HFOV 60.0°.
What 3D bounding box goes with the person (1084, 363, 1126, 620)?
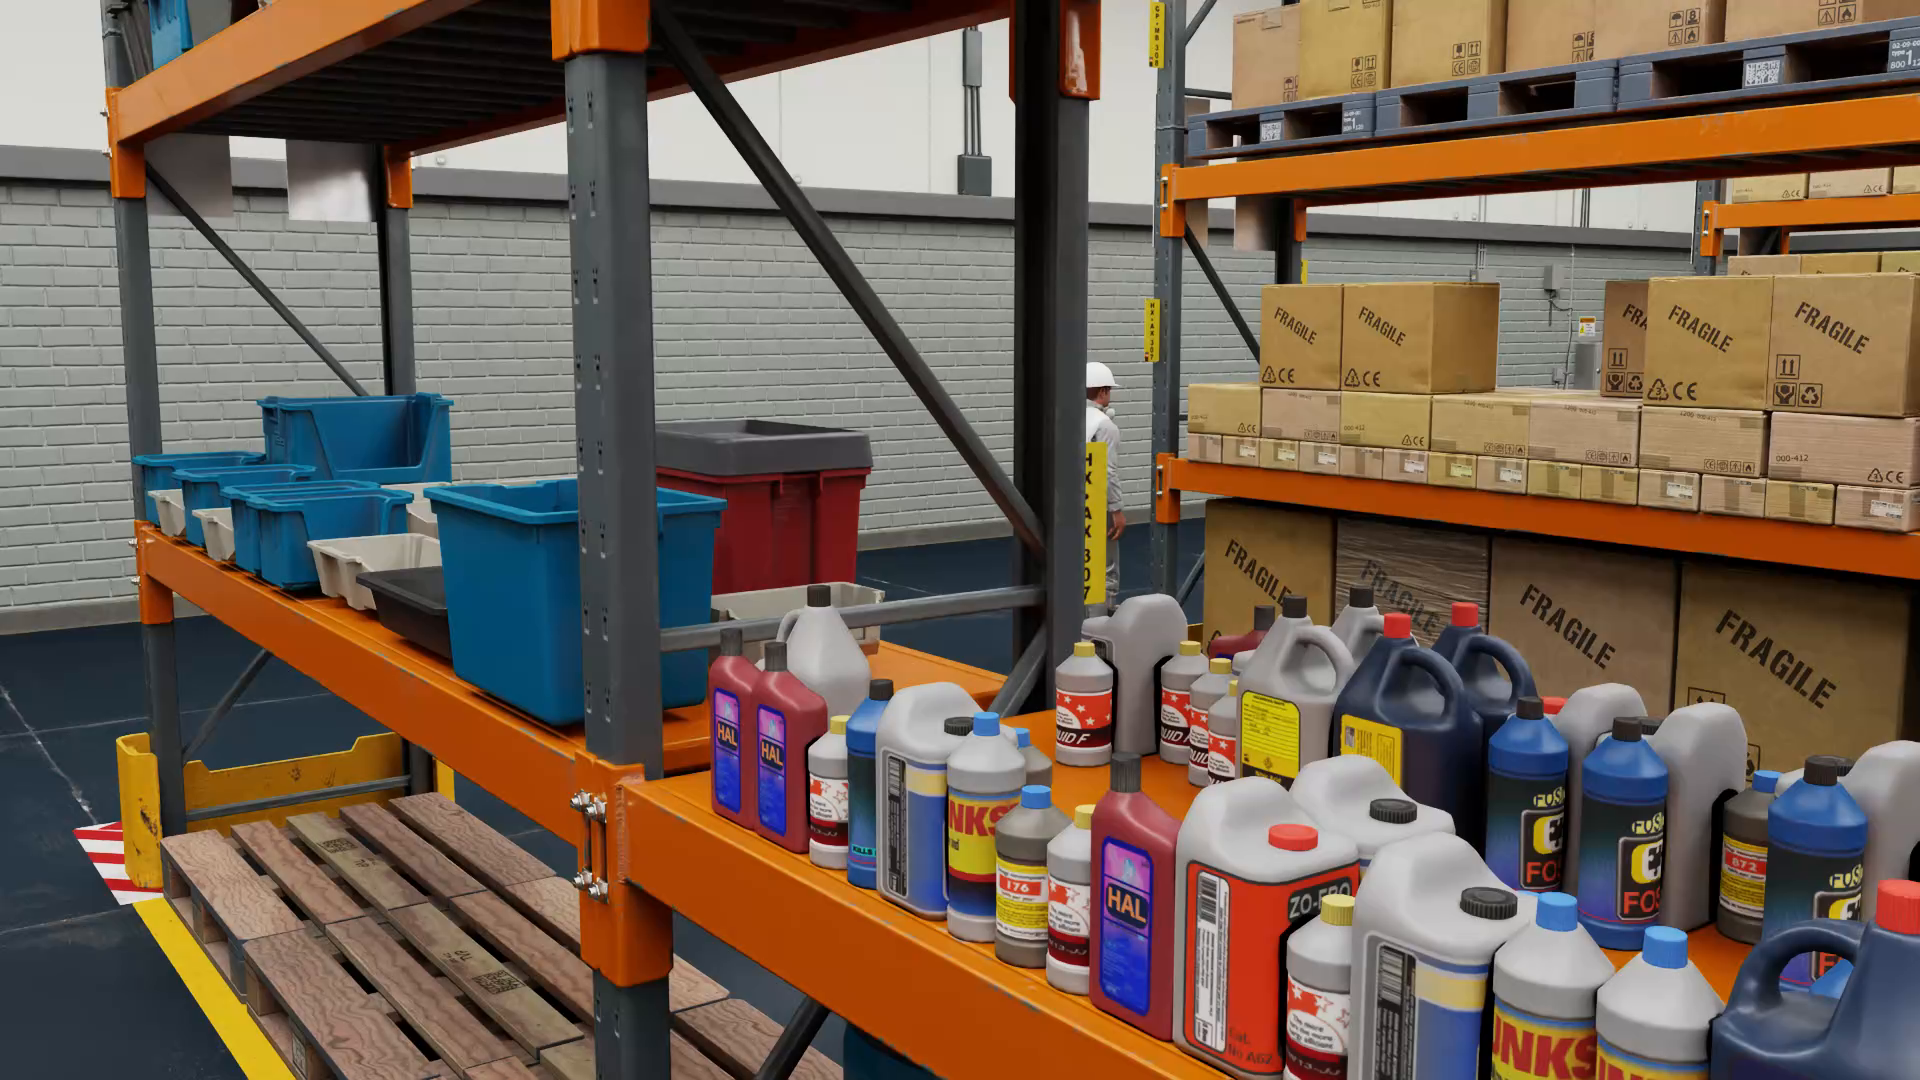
[{"bbox_3d":[0.770,-0.176,10.007,0.466,1.770,0.580,-6,10,-36],"label":"person"}]
